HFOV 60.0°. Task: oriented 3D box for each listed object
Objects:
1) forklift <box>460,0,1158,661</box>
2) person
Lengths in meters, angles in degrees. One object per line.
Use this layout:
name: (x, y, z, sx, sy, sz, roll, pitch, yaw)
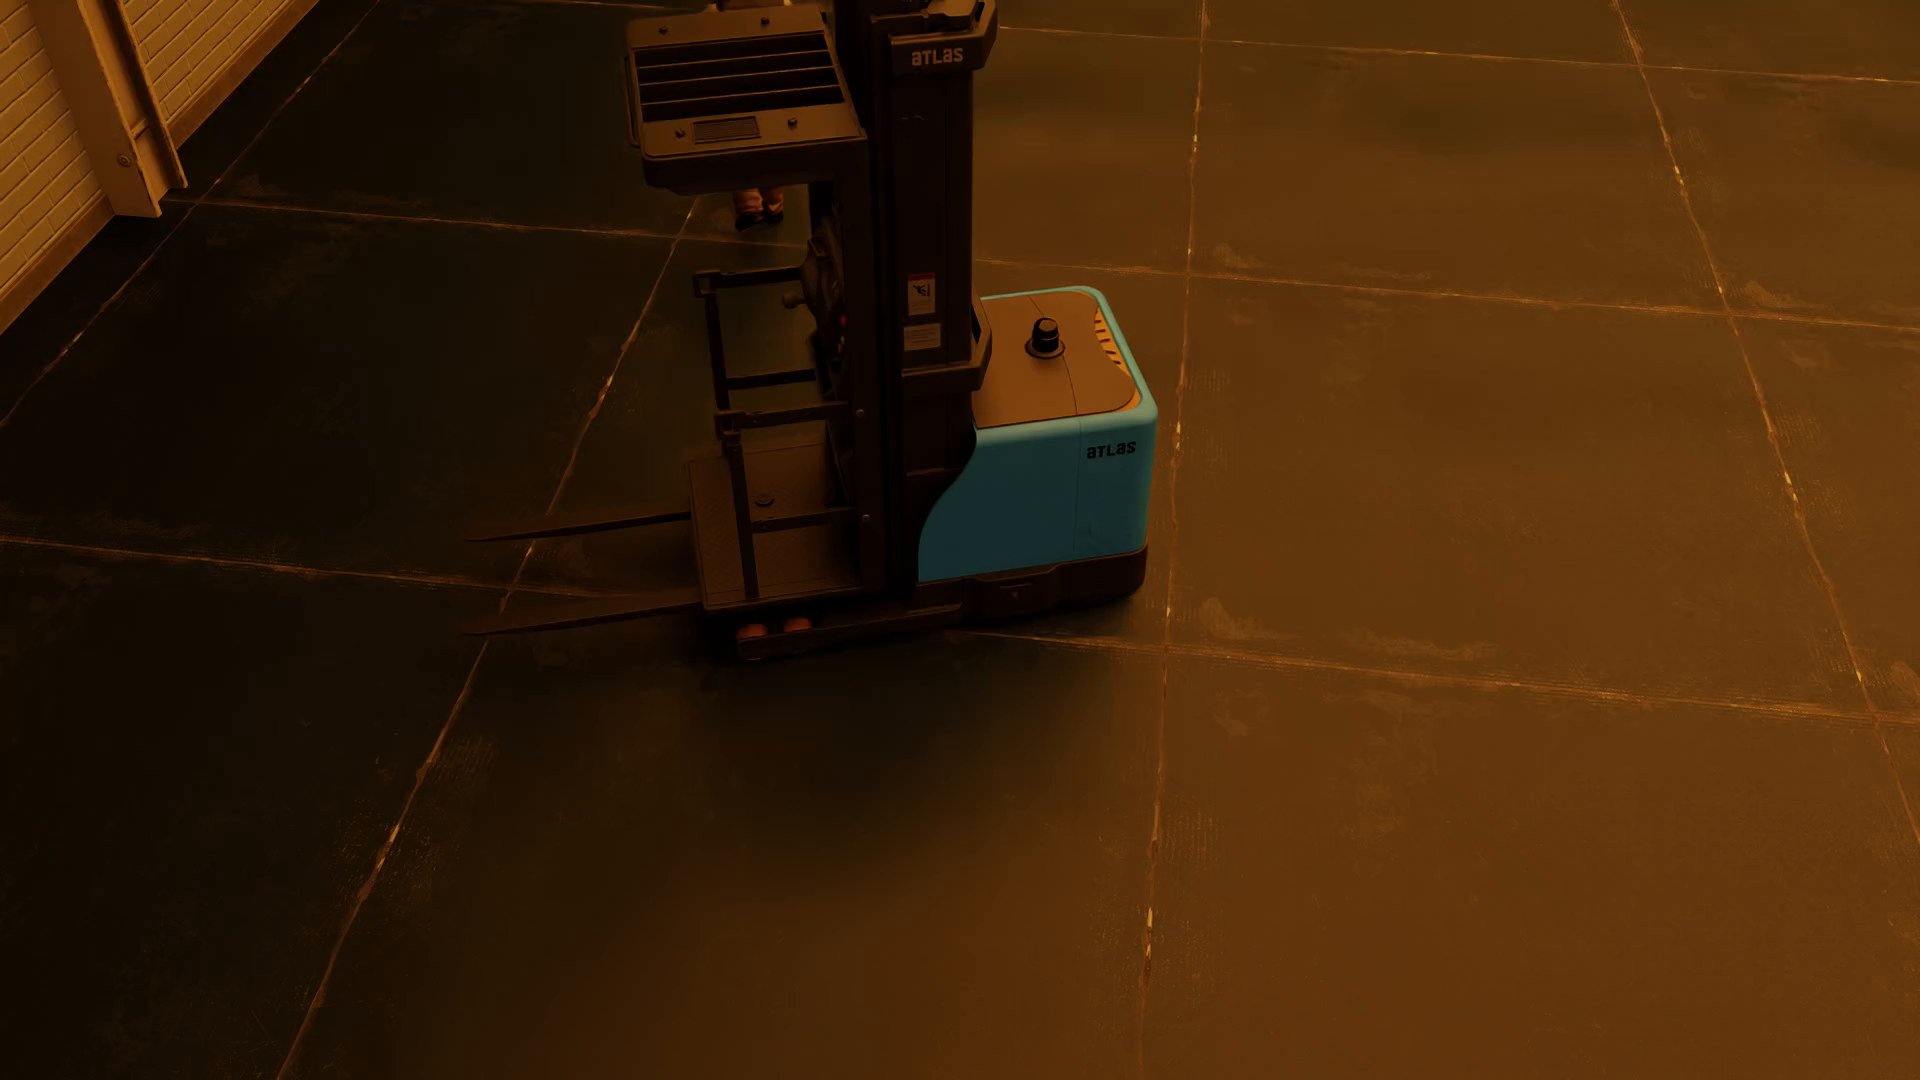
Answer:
forklift: (-0.728, -0.941, 6.749, 3.031, 2.935, 1.130, -8, 43, -9)
person: (-1.167, -2.525, 9.382, 0.771, 1.704, 0.581, -18, 46, -19)
